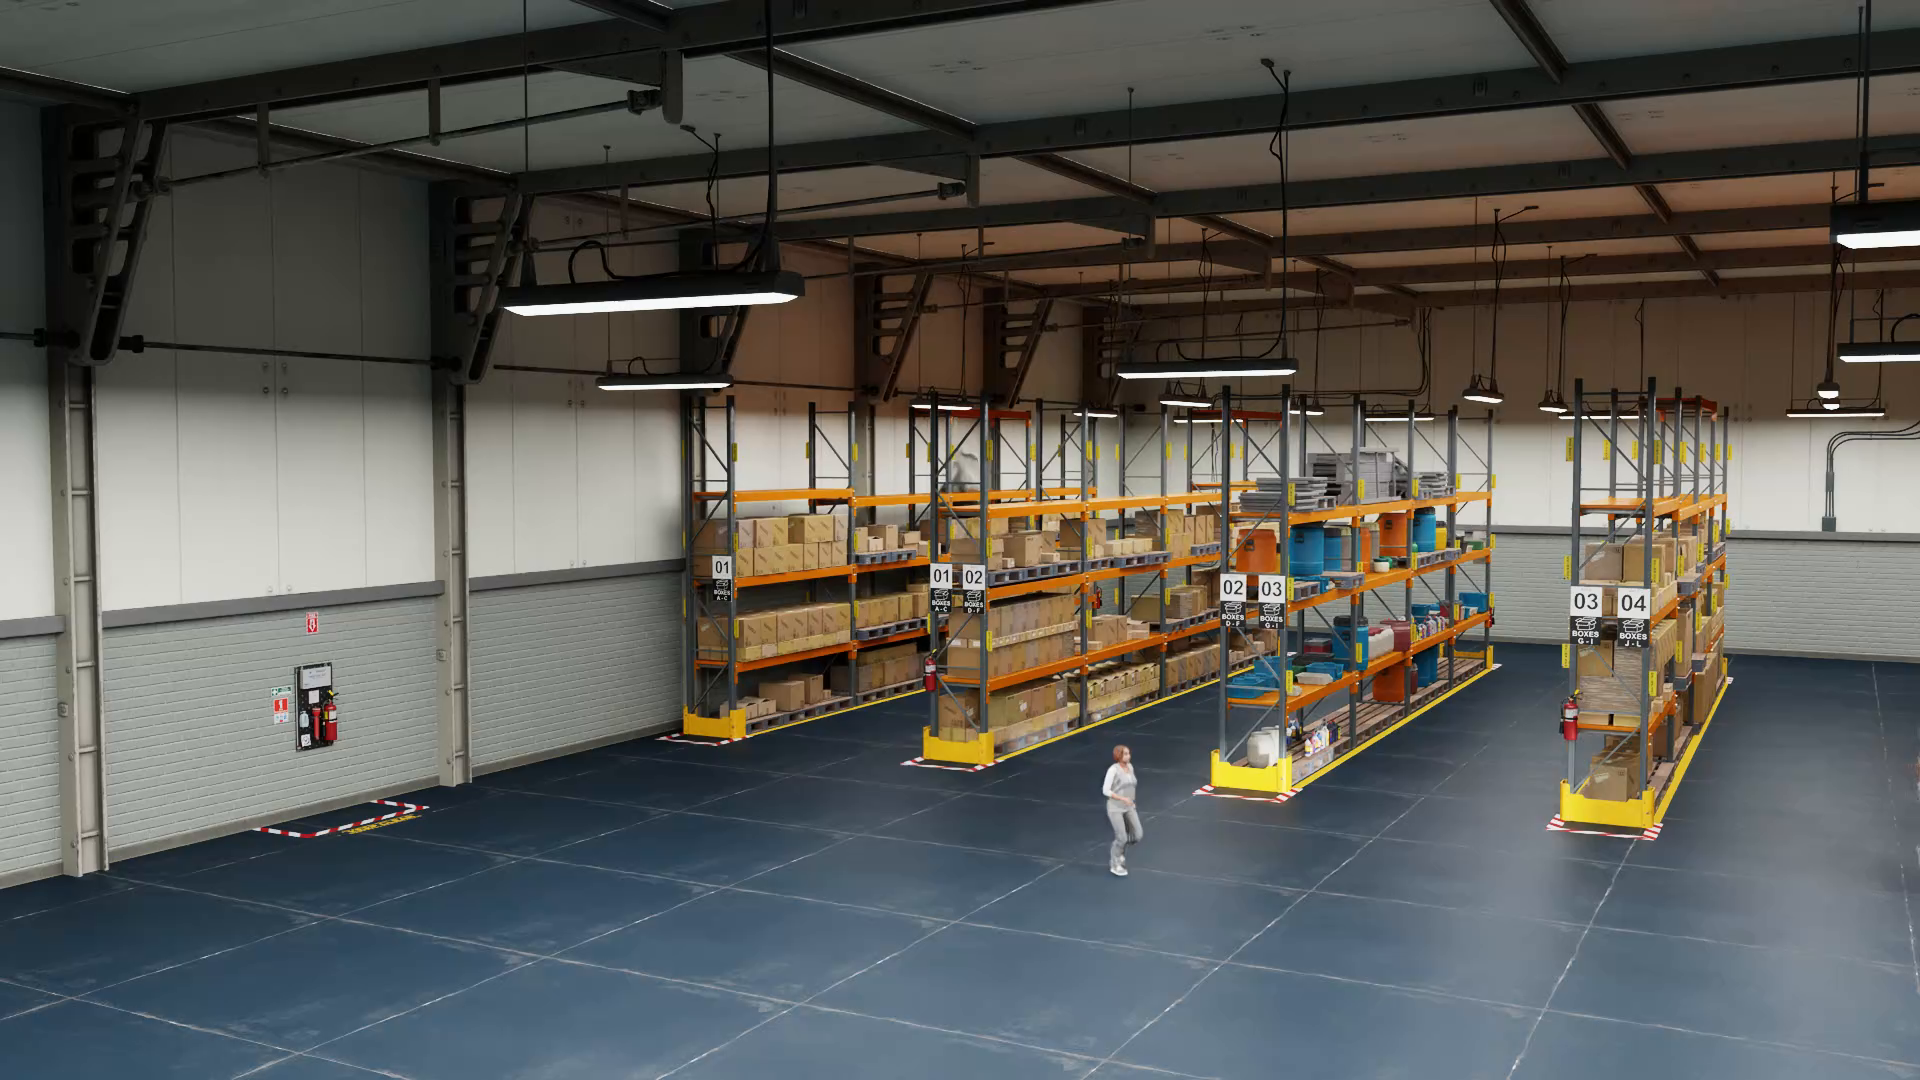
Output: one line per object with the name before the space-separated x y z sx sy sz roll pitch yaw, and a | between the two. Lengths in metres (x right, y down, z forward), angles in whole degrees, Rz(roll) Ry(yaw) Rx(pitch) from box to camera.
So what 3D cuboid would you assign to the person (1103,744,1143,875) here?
person | 1.923 3.184 19.575 0.540 1.561 0.520 -2 4 -39
